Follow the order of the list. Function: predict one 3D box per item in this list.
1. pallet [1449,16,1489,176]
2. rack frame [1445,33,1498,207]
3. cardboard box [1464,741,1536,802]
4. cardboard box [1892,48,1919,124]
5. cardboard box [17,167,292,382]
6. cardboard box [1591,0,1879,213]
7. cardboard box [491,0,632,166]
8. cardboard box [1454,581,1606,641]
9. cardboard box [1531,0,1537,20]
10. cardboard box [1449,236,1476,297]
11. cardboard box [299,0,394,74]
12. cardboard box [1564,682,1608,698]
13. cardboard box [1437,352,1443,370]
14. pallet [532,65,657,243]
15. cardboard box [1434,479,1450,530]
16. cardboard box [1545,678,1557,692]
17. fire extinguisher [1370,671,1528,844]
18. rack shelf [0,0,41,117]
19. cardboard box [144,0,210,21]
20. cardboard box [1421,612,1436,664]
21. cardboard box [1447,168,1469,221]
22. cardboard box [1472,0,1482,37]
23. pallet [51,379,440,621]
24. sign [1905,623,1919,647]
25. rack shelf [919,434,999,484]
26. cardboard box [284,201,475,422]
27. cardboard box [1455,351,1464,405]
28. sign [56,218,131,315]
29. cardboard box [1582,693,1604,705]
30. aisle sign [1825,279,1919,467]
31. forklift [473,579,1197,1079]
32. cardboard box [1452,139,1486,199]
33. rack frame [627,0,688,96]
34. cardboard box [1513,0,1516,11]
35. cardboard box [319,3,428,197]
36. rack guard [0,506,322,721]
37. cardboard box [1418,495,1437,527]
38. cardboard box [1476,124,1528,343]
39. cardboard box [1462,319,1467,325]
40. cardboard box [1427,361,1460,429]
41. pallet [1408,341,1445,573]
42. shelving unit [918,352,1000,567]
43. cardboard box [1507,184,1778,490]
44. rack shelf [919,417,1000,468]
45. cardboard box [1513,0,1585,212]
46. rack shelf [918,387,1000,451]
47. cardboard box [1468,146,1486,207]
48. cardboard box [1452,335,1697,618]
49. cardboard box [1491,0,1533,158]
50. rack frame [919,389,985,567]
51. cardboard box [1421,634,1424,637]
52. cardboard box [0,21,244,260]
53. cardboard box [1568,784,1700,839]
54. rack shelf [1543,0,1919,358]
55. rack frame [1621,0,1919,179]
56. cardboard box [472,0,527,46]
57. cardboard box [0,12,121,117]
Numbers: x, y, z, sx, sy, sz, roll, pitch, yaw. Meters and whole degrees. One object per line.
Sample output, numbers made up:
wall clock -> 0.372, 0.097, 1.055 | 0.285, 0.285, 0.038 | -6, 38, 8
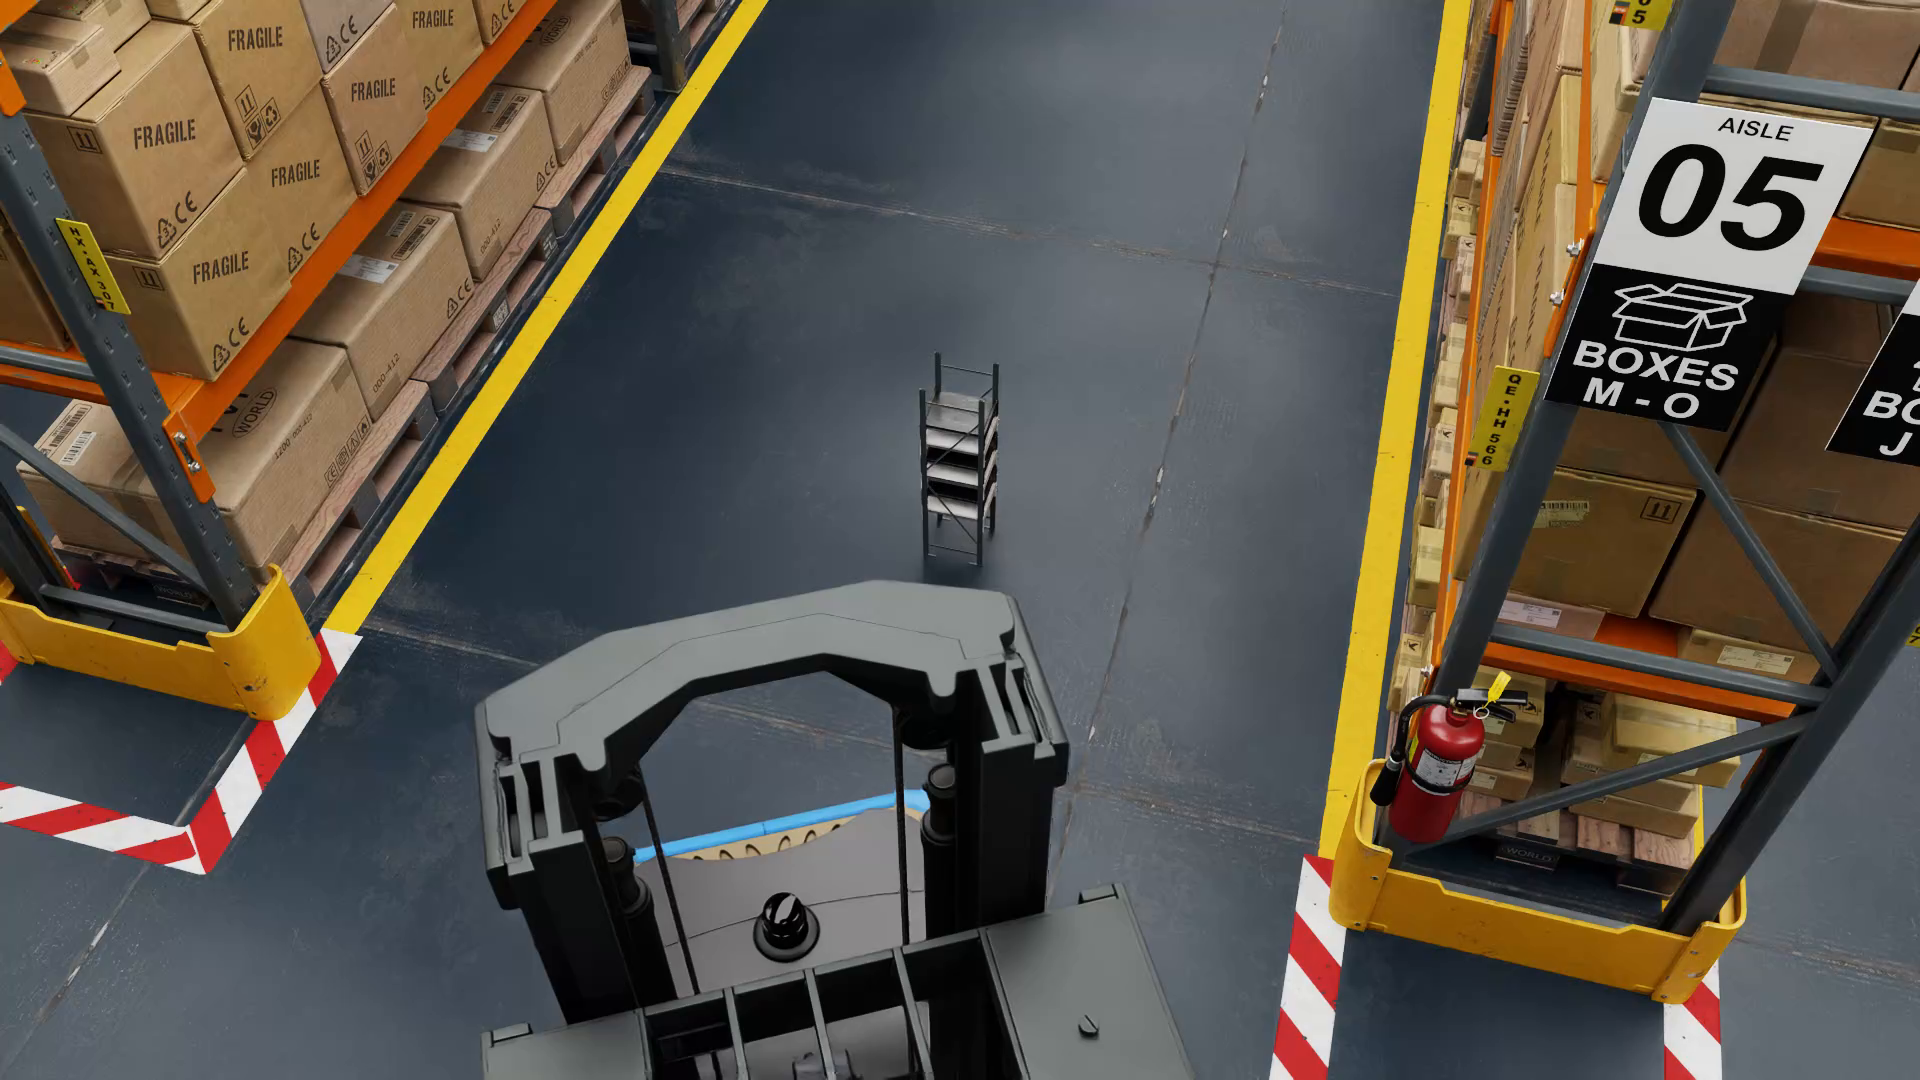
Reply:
pallet -> 3.066, -2.205, 8.474 | 1.003, 0.211, 1.213 | 12, 50, 10
rack frame -> 2.863, -2.564, 6.931 | 1.000, 3.000, 0.127 | 12, 50, 10
cardboard box -> 1.747, 0.712, 5.661 | 0.380, 0.149, 0.250 | 12, 50, 11
cardboard box -> 2.179, -1.053, 3.363 | 0.500, 0.250, 0.500 | 12, 50, 11
cardboard box -> -2.589, -0.898, 5.394 | 0.500, 0.500, 0.500 | 11, 50, 10
cardboard box -> 1.674, -0.995, 3.646 | 0.500, 0.250, 0.500 | 11, 49, 9
cardboard box -> -2.208, -2.326, 8.150 | 0.875, 0.438, 0.875 | 11, 49, 9
cardboard box -> 1.623, 0.121, 4.729 | 0.380, 0.149, 0.250 | 12, 50, 10
cardboard box -> 2.225, -2.012, 5.512 | 0.500, 0.500, 0.500 | 12, 50, 11
cardboard box -> 2.372, -1.177, 7.329 | 0.380, 0.149, 0.250 | 11, 50, 10
cardboard box -> -2.334, -1.978, 5.681 | 0.500, 0.500, 0.500 | 11, 50, 10
cardboard box -> 2.232, 0.402, 5.538 | 0.380, 0.149, 0.250 | 12, 50, 11
cardboard box -> 2.155, -0.613, 6.831 | 0.380, 0.149, 0.250 | 10, 49, 9
pallet -> -2.215, -2.011, 8.303 | 1.003, 0.211, 1.213 | 12, 50, 10
cardboard box -> 1.901, -0.054, 5.940 | 0.380, 0.149, 0.250 | 10, 49, 9
cardboard box -> 1.826, 0.333, 5.599 | 0.380, 0.149, 0.250 | 12, 50, 11
fire extinguisher -> 1.298, 0.569, 4.466 | 0.296, 0.674, 0.183 | 12, 50, 10
rack shelf -> -2.466, -2.776, 5.597 | 1.077, 0.370, 4.000 | 12, 50, 10
cardboard box -> -2.452, -1.724, 5.024 | 0.380, 0.149, 0.250 | 13, 50, 11
cardboard box -> 1.794, 0.419, 5.722 | 0.380, 0.149, 0.250 | 11, 49, 9
cardboard box -> 2.457, -1.560, 7.666 | 0.380, 0.149, 0.250 | 10, 49, 8
cardboard box -> 2.950, -2.832, 8.555 | 0.500, 0.500, 0.500 | 11, 49, 9
pallet -> -2.857, -0.246, 6.745 | 1.003, 0.211, 1.213 | 12, 50, 10
sign -> 2.333, 0.150, 3.959 | 0.100, 0.325, 0.005 | 12, 50, 10
rack shelf -> -0.002, -0.329, 6.284 | 0.258, 0.077, 0.200 | 12, 50, 10
cardboard box -> -2.682, -1.026, 7.003 | 0.875, 0.438, 0.875 | 13, 50, 11
cardboard box -> 2.136, -0.623, 6.443 | 0.380, 0.149, 0.250 | 12, 50, 10
sign -> -2.458, -0.773, 4.721 | 0.100, 0.325, 0.005 | 12, 50, 10
cardboard box -> 2.322, 0.520, 5.632 | 0.380, 0.149, 0.250 | 11, 50, 10
aisle sign -> 2.080, -0.419, 3.304 | 0.394, 0.787, 0.004 | 12, 50, 10
forklift -> -0.166, 1.585, 3.315 | 1.130, 2.935, 3.031 | -11, 50, -10
cardboard box -> 2.459, -1.659, 7.555 | 0.380, 0.149, 0.250 | 14, 50, 12
rack frame -> -1.939, -3.468, 7.729 | 1.000, 3.000, 0.127 | 12, 50, 10
cardboard box -> 2.489, -2.387, 6.510 | 0.500, 0.500, 0.500 | 11, 49, 9
cardboard box -> -2.331, -1.634, 6.044 | 0.500, 0.500, 0.500 | 11, 50, 10
rack guard -> -2.999, 0.270, 6.097 | 1.175, 0.500, 0.348 | 12, 50, 10
cardboard box -> 1.932, -0.156, 6.229 | 0.380, 0.149, 0.250 | 12, 50, 11
cardboard box -> 1.945, -0.918, 5.214 | 0.500, 0.500, 0.500 | 12, 50, 10
cardboard box -> 2.280, -0.886, 6.873 | 0.380, 0.149, 0.250 | 14, 50, 12
cardboard box -> 2.064, -0.543, 6.570 | 0.380, 0.149, 0.250 | 12, 50, 10
pallet -> 2.401, -0.263, 6.761 | 1.003, 0.211, 1.213 | 12, 50, 10
shelving unit -> -0.002, -0.292, 6.326 | 0.258, 0.900, 0.210 | 12, 50, 10
cardboard box -> 1.690, -0.513, 4.189 | 0.500, 0.500, 0.500 | 11, 49, 9
rack shelf -> -0.002, -0.389, 6.216 | 0.258, 0.077, 0.200 | 12, 50, 10
cardboard box -> 1.952, -1.258, 4.846 | 0.500, 0.500, 0.500 | 14, 50, 12
rack shelf -> -0.002, -0.449, 6.149 | 0.258, 0.077, 0.200 | 12, 50, 10
cardboard box -> 2.443, -1.561, 7.270 | 0.380, 0.149, 0.250 | 14, 50, 12
cardboard box -> 1.680, -0.178, 4.560 | 0.500, 0.500, 0.500 | 12, 50, 11
cardboard box -> 2.199, -1.671, 5.878 | 0.500, 0.500, 0.500 | 11, 49, 9
rack frame -> -0.029, -0.218, 6.261 | 0.240, 0.900, 0.006 | 12, 50, 10
cardboard box -> 1.870, 0.332, 5.997 | 0.380, 0.149, 0.250 | 11, 50, 10
cardboard box -> -2.591, -1.230, 5.020 | 0.500, 0.500, 0.500 | 11, 49, 9
cardboard box -> 2.257, 0.818, 5.568 | 0.380, 0.149, 0.250 | 12, 50, 11
rack shelf -> 2.336, -1.872, 4.800 | 1.077, 0.370, 4.000 | 12, 50, 10
rack frame -> 1.810, -1.656, 2.128 | 1.000, 3.000, 0.127 | 12, 50, 10
cardboard box -> -2.063, -2.375, 6.698 | 0.500, 0.500, 0.500 | 11, 49, 9
cardboard box -> -2.632, -1.355, 4.698 | 0.380, 0.149, 0.250 | 13, 50, 11
